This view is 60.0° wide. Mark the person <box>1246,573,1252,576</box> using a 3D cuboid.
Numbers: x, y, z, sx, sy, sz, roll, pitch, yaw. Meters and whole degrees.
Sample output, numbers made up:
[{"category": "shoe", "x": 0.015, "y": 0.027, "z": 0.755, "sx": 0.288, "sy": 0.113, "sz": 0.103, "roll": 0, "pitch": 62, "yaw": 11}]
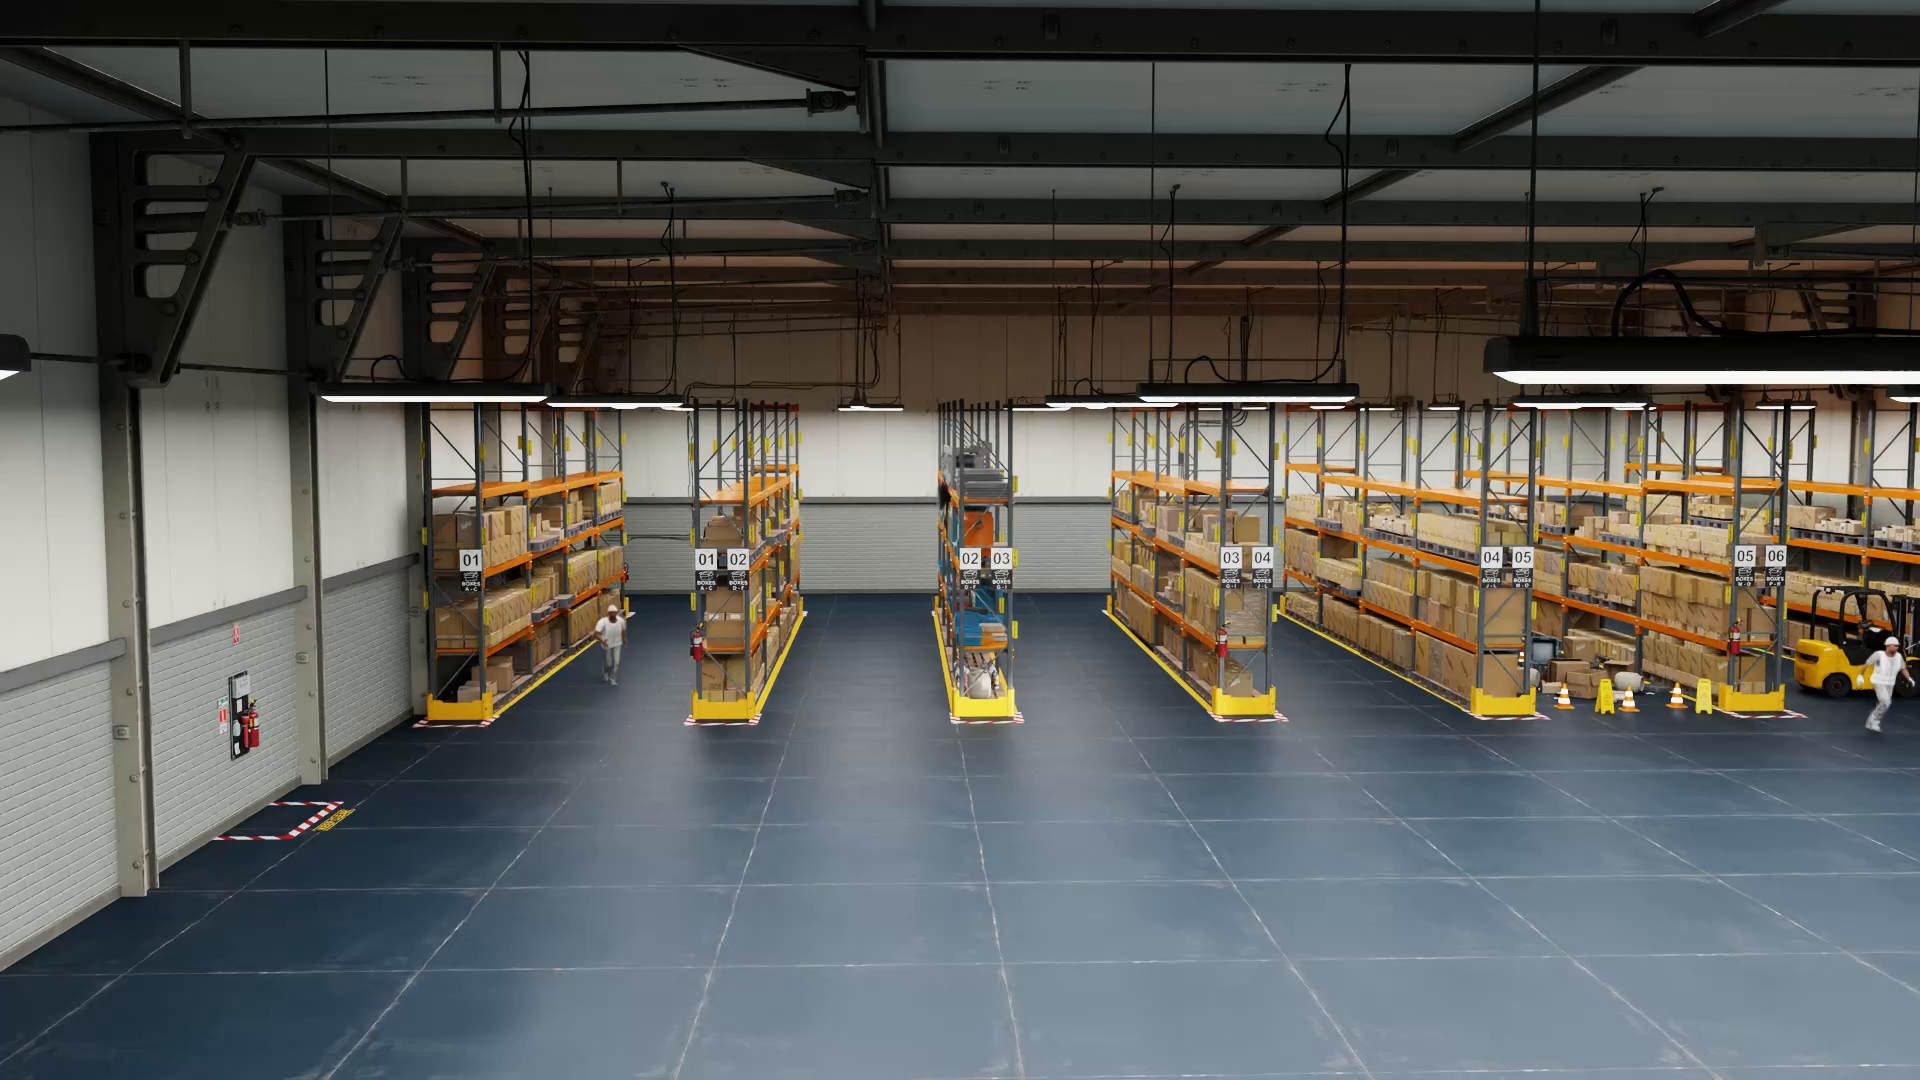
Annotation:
[{"category": "person", "x": 8.048, "y": 1.345, "z": 46.480, "sx": 0.680, "sy": 1.738, "sz": 0.606, "roll": 0, "pitch": 4, "yaw": 1}]

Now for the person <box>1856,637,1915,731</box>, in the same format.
[{"category": "person", "x": 16.577, "y": 2.584, "z": 29.711, "sx": 0.642, "sy": 1.727, "sz": 0.836, "roll": -1, "pitch": 4, "yaw": -15}]

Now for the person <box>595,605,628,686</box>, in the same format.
[{"category": "person", "x": -7.372, "y": 2.216, "z": 35.104, "sx": 0.700, "sy": 1.712, "sz": 0.689, "roll": -2, "pitch": 5, "yaw": -25}]
